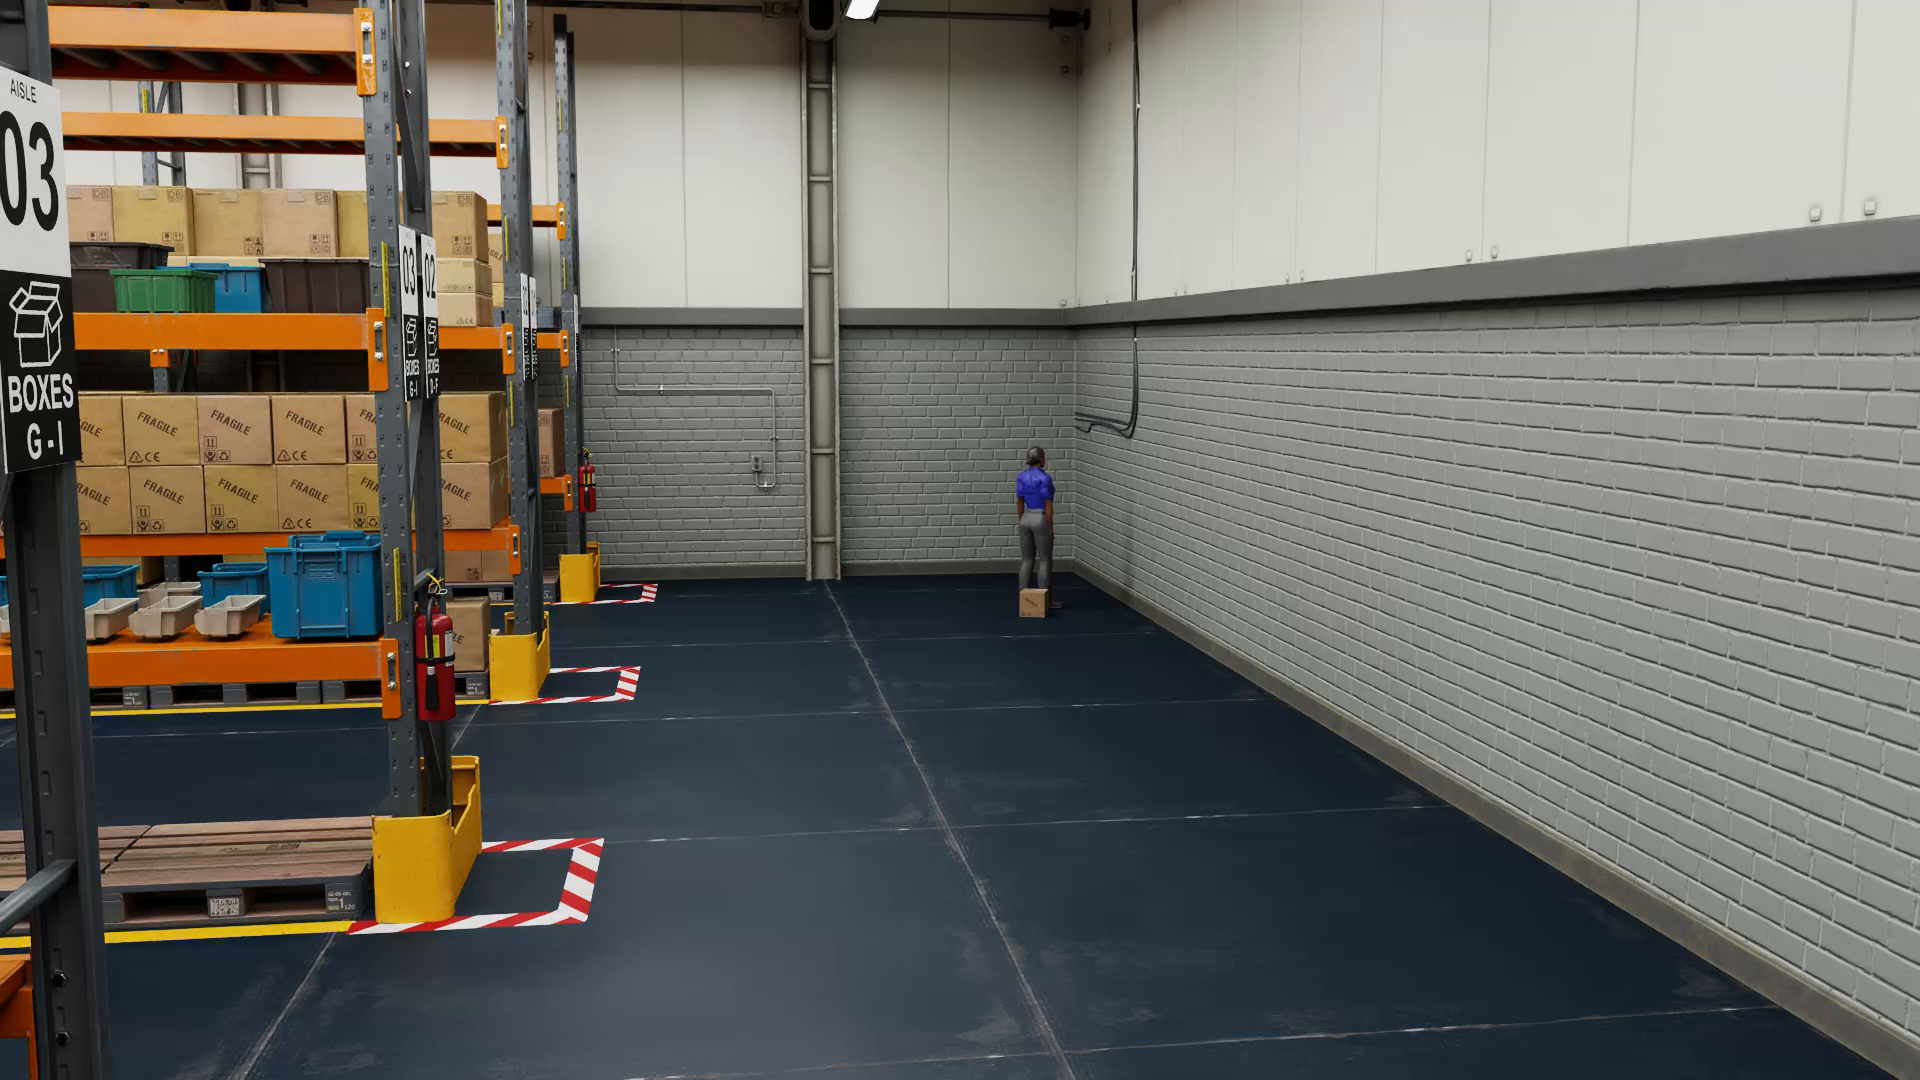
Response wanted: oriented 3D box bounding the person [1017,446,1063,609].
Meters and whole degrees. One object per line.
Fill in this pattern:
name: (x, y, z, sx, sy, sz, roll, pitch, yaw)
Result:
person: (0.802, -0.131, 16.991, 0.451, 1.660, 0.336, 5, 8, 39)
